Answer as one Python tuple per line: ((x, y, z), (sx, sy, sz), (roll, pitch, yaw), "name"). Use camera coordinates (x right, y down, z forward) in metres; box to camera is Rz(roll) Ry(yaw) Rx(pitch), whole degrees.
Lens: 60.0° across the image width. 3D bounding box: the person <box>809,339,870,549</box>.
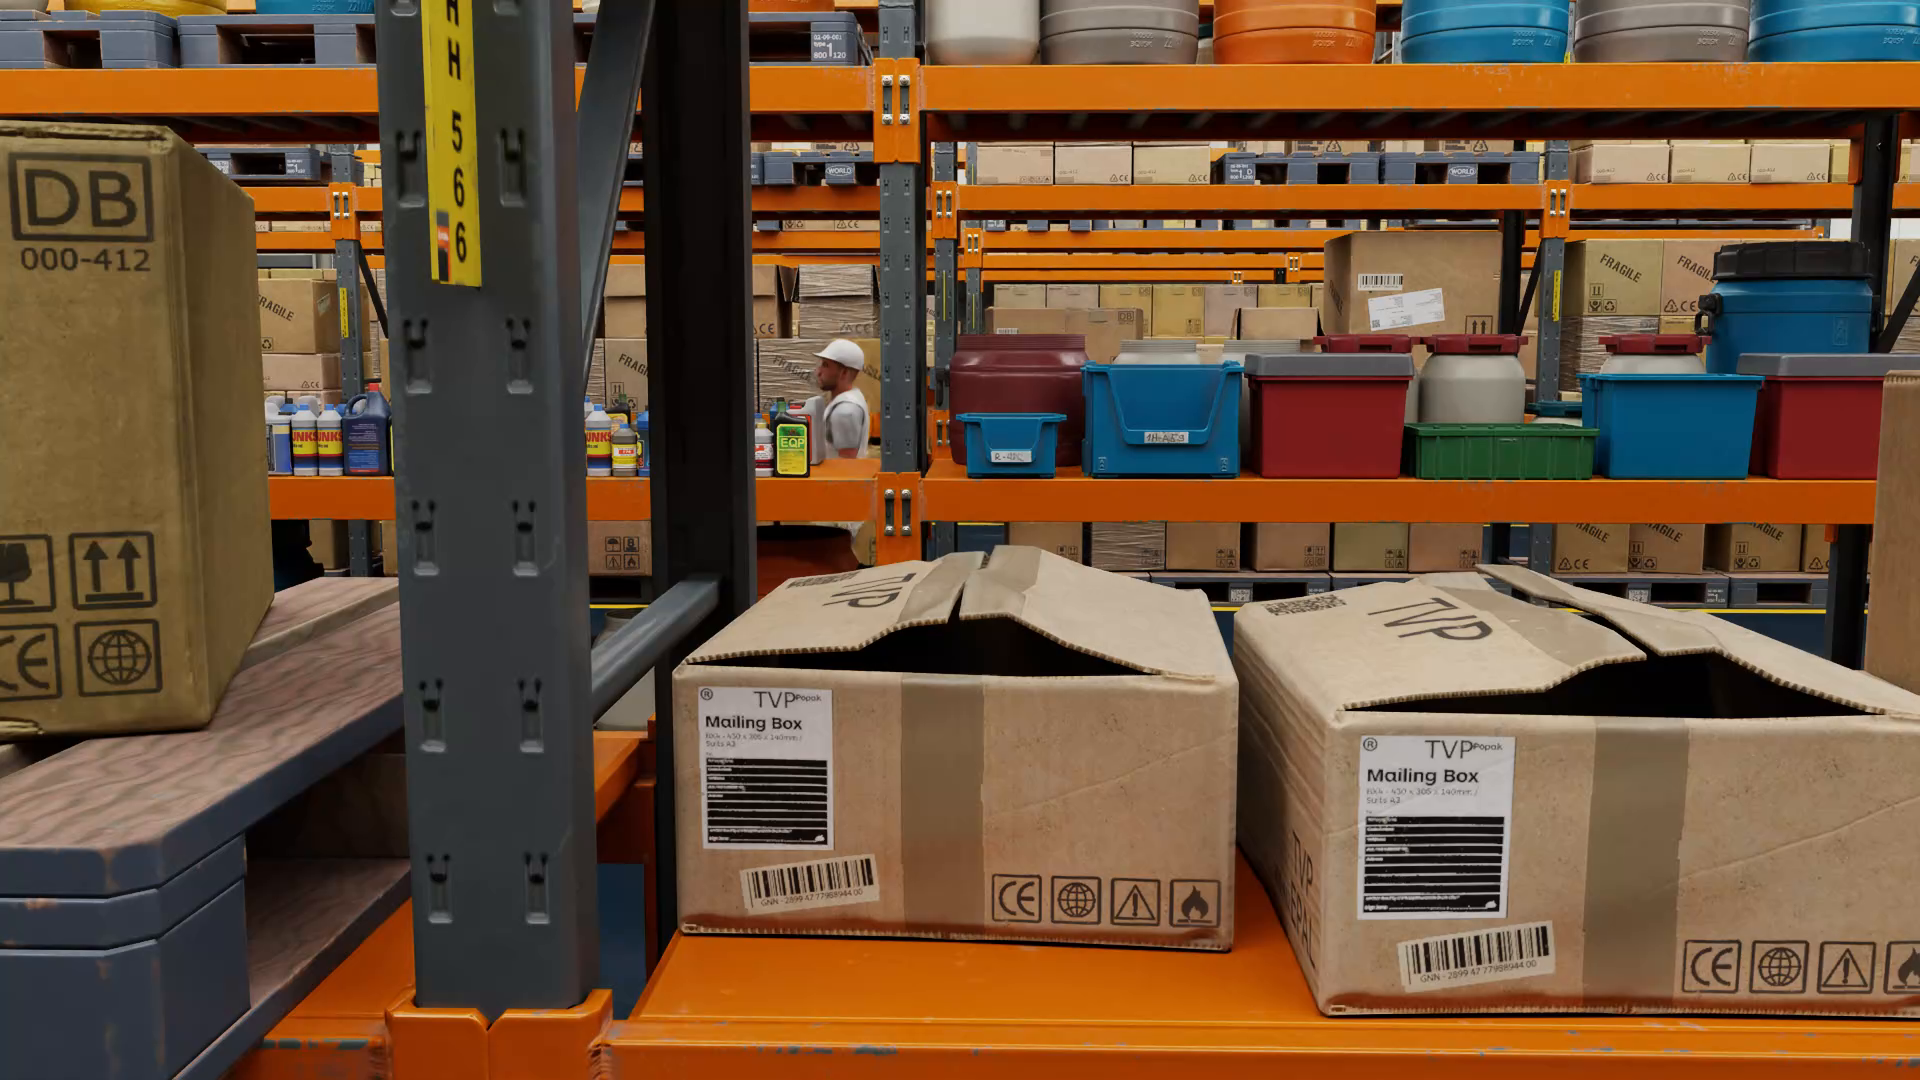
((-0.604, -0.163, 8.770), (0.513, 1.780, 0.541), (0, 7, -1), "person")
